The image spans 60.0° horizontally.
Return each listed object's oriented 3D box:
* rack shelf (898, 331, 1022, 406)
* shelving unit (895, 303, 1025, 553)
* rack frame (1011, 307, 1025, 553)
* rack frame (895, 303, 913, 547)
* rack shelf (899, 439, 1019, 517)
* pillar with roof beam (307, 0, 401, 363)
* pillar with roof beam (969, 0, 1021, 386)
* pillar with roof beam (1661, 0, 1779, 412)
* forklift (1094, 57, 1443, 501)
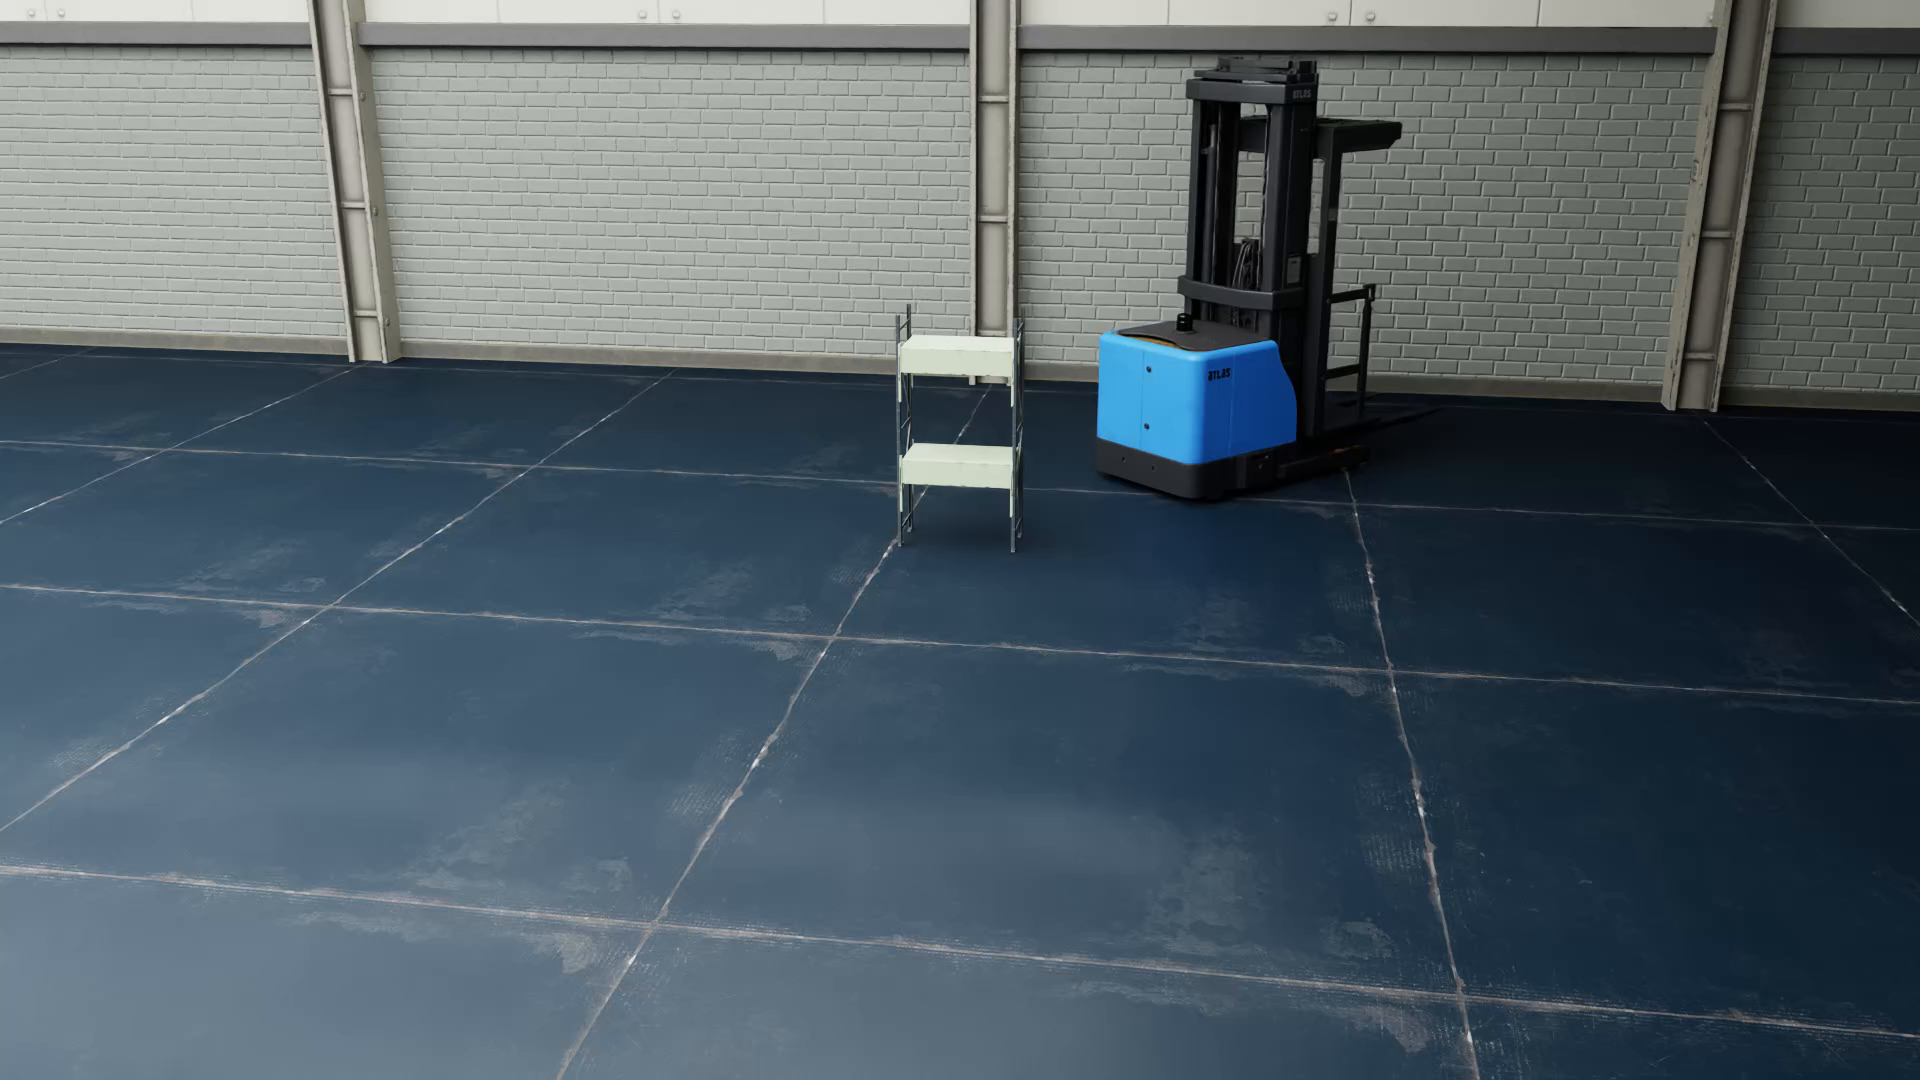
[{"bbox_3d":[0.007,-1.081,10.440,0.720,0.370,0.431,3,19,9],"label":"rack shelf"},{"bbox_3d":[0.007,-0.711,10.564,0.755,1.500,0.431,3,19,9],"label":"shelving unit"},{"bbox_3d":[0.368,-0.692,10.509,0.023,1.500,0.400,3,19,9],"label":"rack frame"},{"bbox_3d":[-0.355,-0.729,10.619,0.023,1.500,0.400,3,19,9],"label":"rack frame"},{"bbox_3d":[0.007,-0.402,10.668,0.720,0.370,0.431,3,19,9],"label":"rack shelf"},{"bbox_3d":[-6.305,-4.662,10.556,0.400,9.000,9.100,3,19,9],"label":"pillar with roof beam"},{"bbox_3d":[-0.381,-4.360,9.653,0.400,9.000,9.100,3,19,9],"label":"pillar with roof beam"},{"bbox_3d":[5.543,-4.058,8.751,0.400,9.000,9.100,3,19,9],"label":"pillar with roof beam"},{"bbox_3d":[2.453,-2.020,12.221,3.031,2.935,1.130,-14,23,-36],"label":"forklift"}]
